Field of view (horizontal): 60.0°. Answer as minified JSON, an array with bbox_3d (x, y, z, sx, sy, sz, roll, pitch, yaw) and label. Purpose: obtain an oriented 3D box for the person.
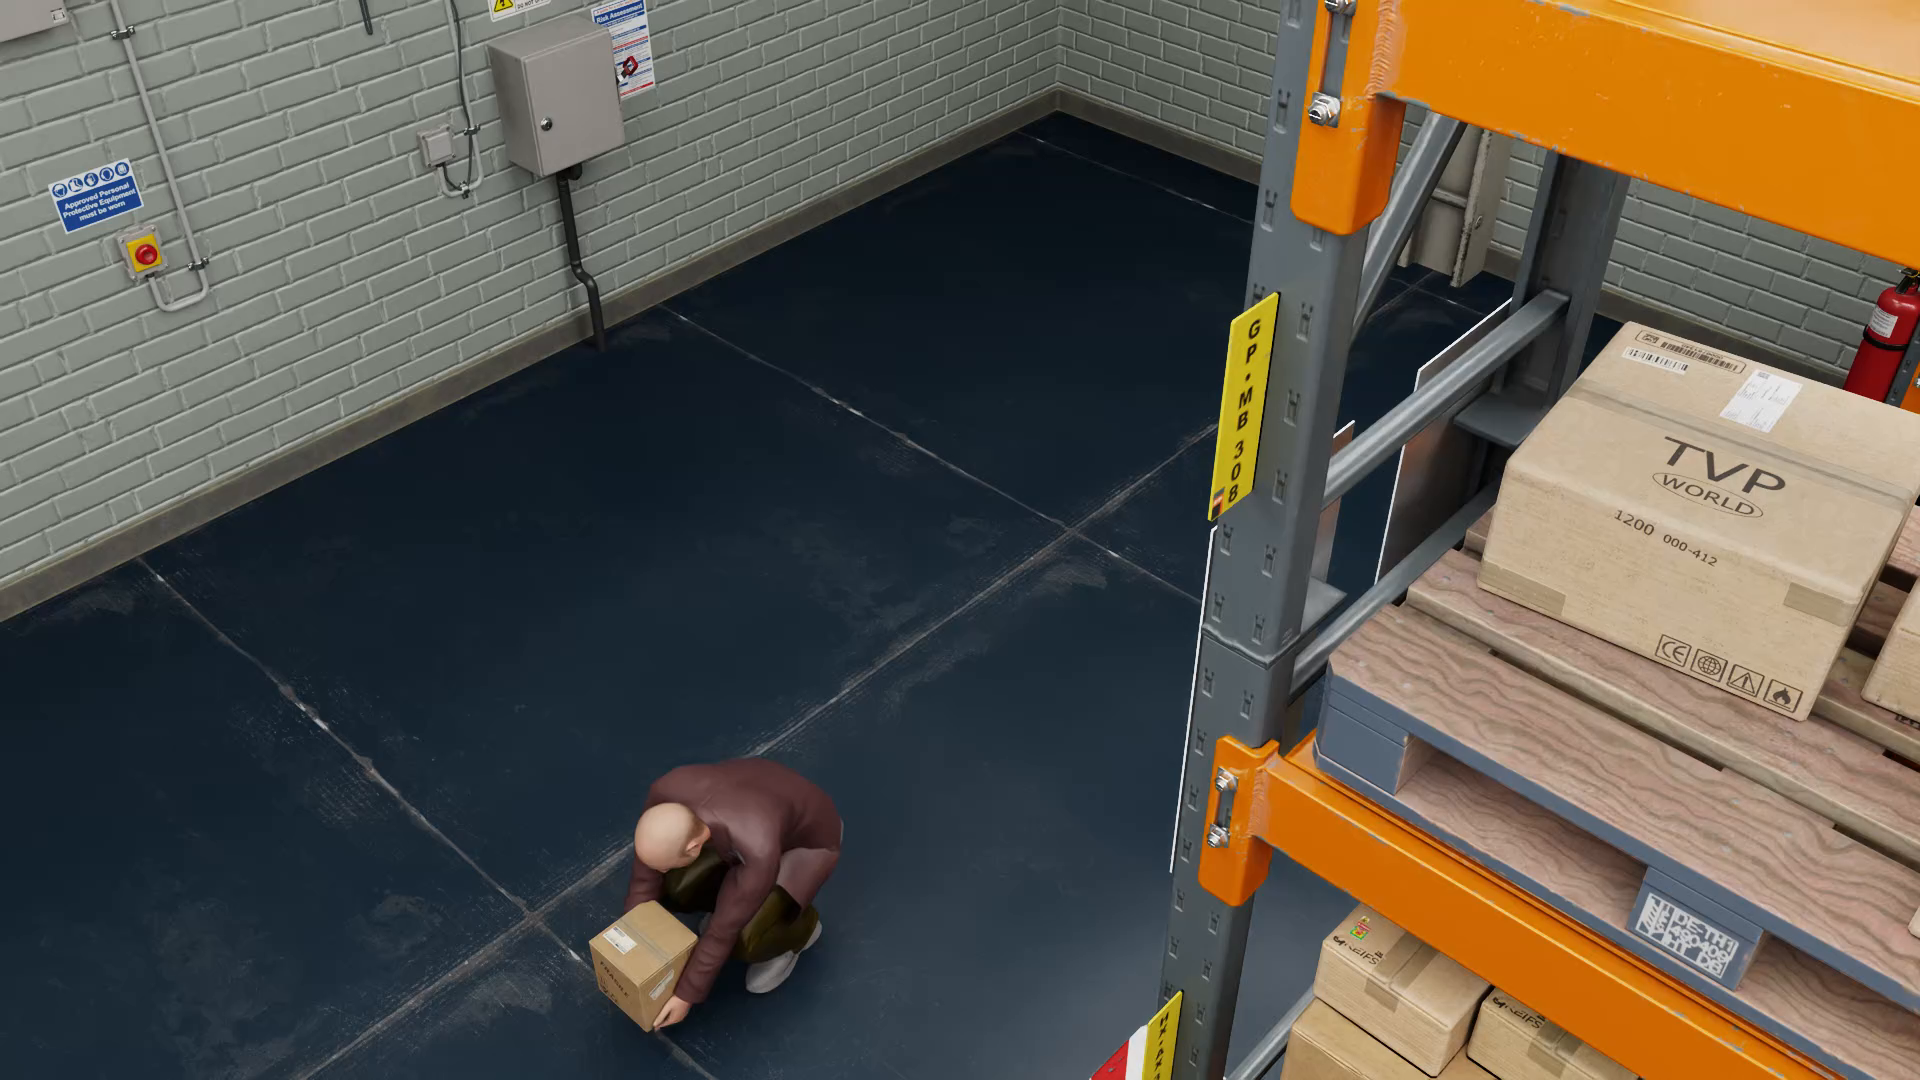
[{"bbox_3d":[-0.770,1.071,5.461,0.584,1.001,0.917,29,47,31],"label":"person"}]
